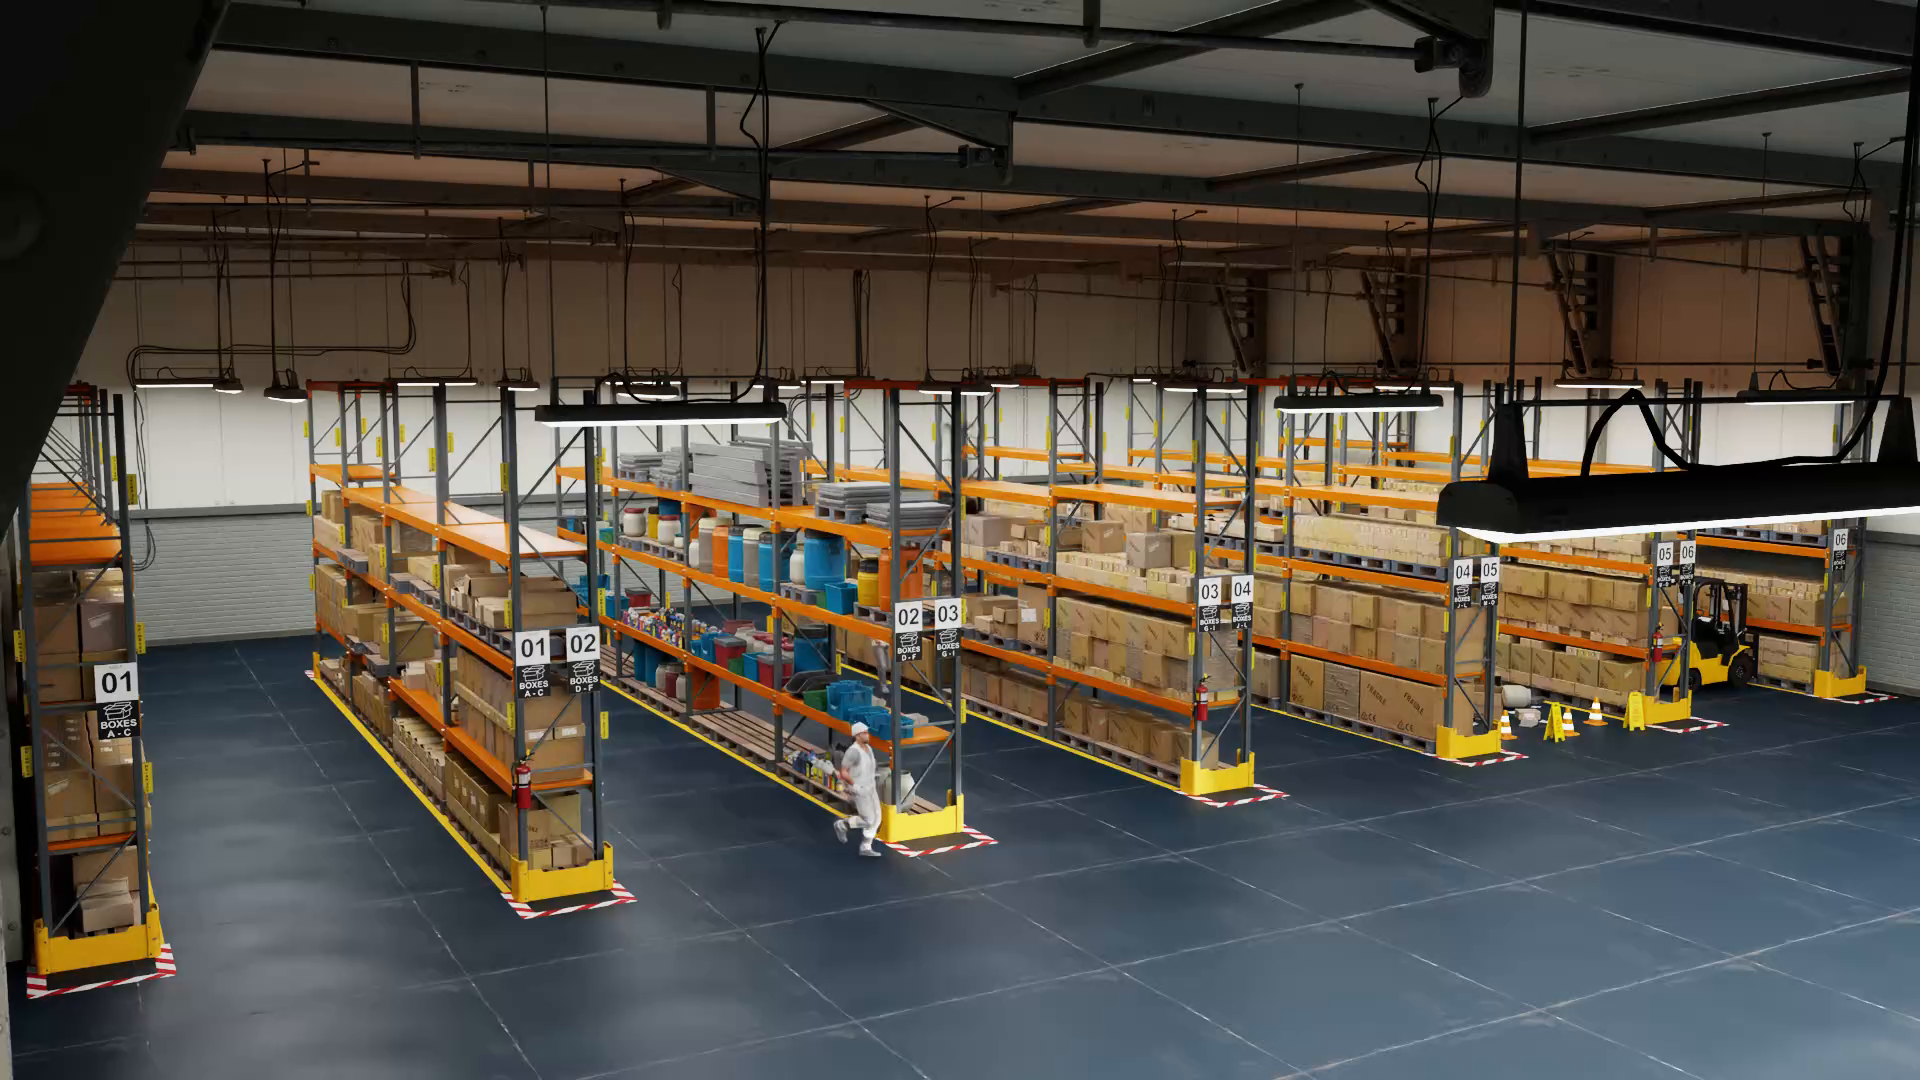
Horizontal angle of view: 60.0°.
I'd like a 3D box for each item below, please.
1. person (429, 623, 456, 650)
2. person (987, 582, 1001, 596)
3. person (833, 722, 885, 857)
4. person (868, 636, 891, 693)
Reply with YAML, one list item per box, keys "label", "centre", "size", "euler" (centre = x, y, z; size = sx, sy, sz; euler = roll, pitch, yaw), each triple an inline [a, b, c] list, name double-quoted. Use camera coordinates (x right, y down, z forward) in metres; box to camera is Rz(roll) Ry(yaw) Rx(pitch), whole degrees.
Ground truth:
- label: "person"
  centre: [-10.677, 1.845, 34.208]
  size: [0.539, 1.740, 0.671]
  euler: [3, 7, 29]
- label: "person"
  centre: [0.932, 1.067, 42.005]
  size: [0.649, 1.629, 0.669]
  euler: [1, 6, 6]
- label: "person"
  centre: [-1.305, 3.201, 21.386]
  size: [0.632, 1.742, 0.658]
  euler: [3, 7, 24]
- label: "person"
  centre: [-1.444, 1.927, 30.676]
  size: [0.660, 1.746, 0.599]
  euler: [-3, 7, -27]
